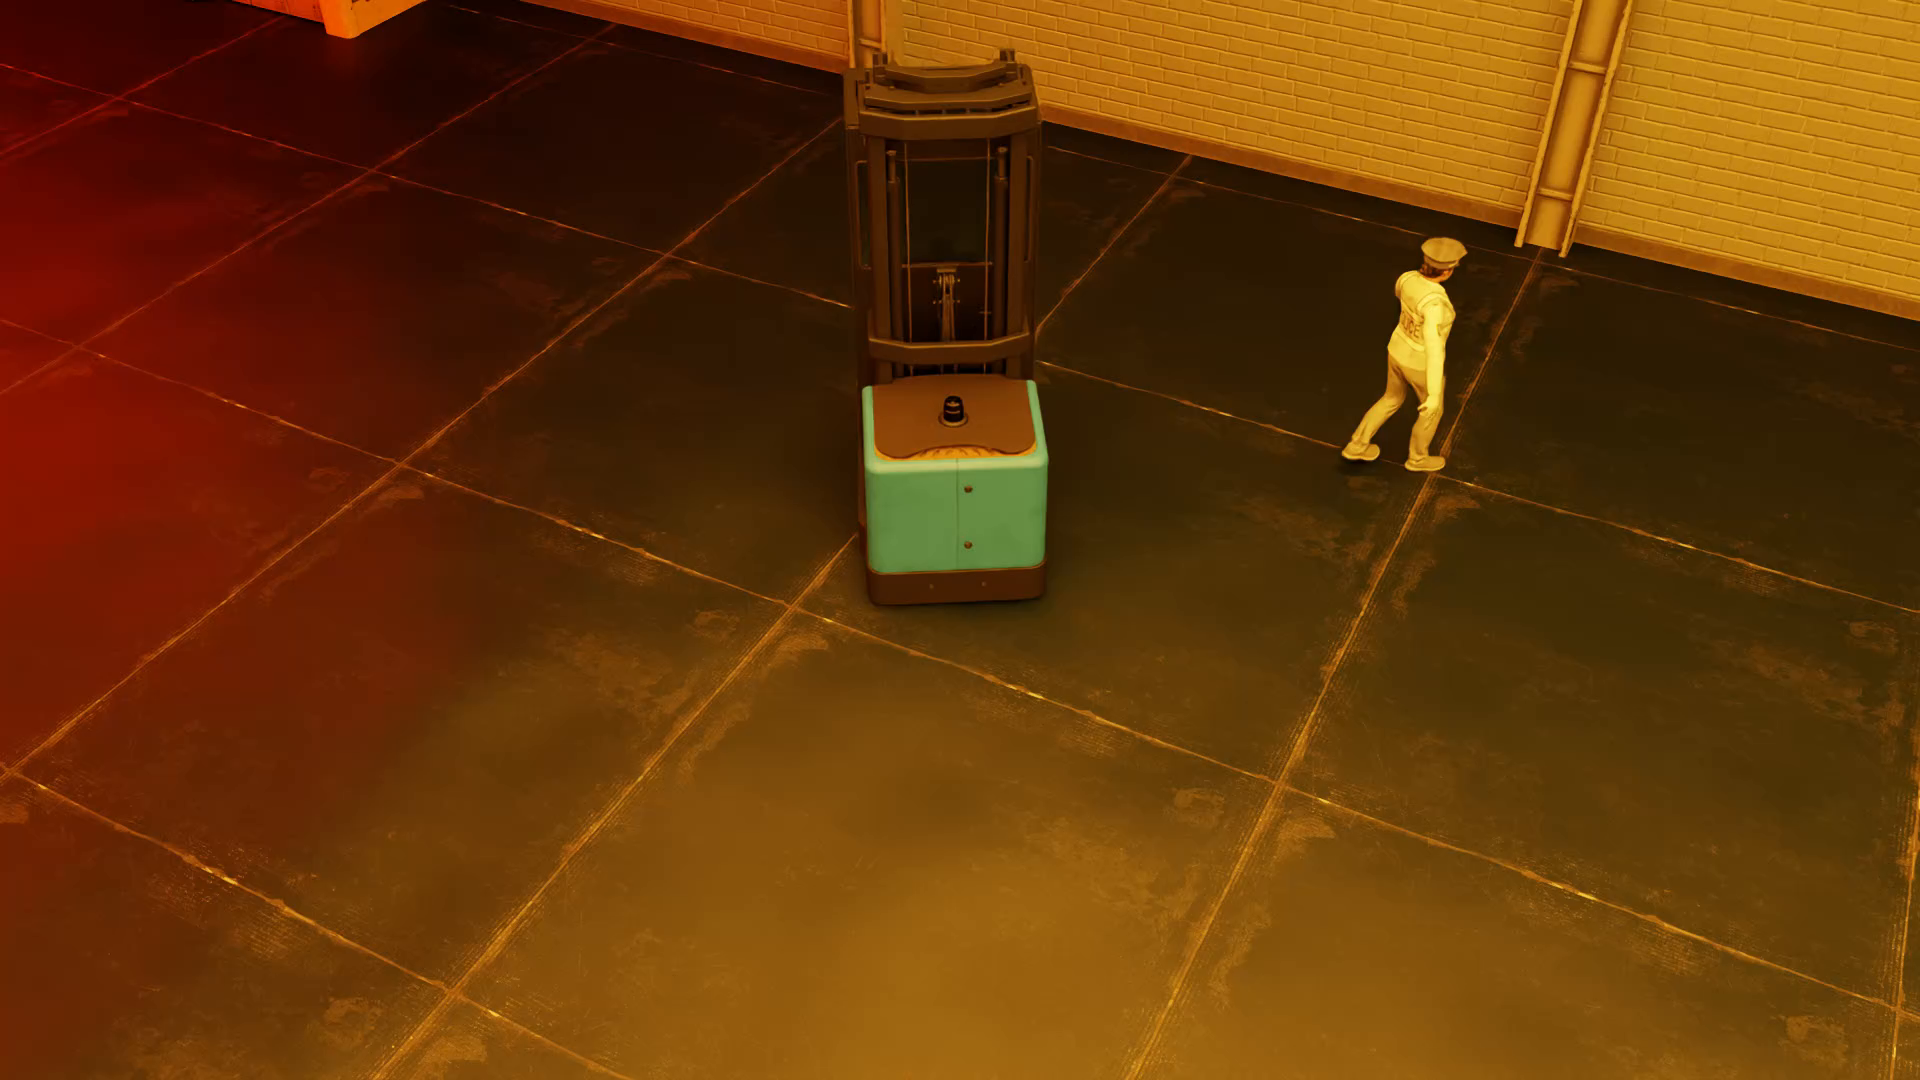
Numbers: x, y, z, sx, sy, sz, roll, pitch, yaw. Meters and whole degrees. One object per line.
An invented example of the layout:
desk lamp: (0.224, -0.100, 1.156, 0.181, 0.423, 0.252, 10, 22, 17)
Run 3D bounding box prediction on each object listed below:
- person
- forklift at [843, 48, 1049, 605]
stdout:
person: (2.846, -1.099, 10.301, 0.710, 1.651, 0.855, -13, 42, -15)
forklift: (-0.108, -1.677, 9.977, 1.130, 2.935, 3.031, -2, 40, -3)
